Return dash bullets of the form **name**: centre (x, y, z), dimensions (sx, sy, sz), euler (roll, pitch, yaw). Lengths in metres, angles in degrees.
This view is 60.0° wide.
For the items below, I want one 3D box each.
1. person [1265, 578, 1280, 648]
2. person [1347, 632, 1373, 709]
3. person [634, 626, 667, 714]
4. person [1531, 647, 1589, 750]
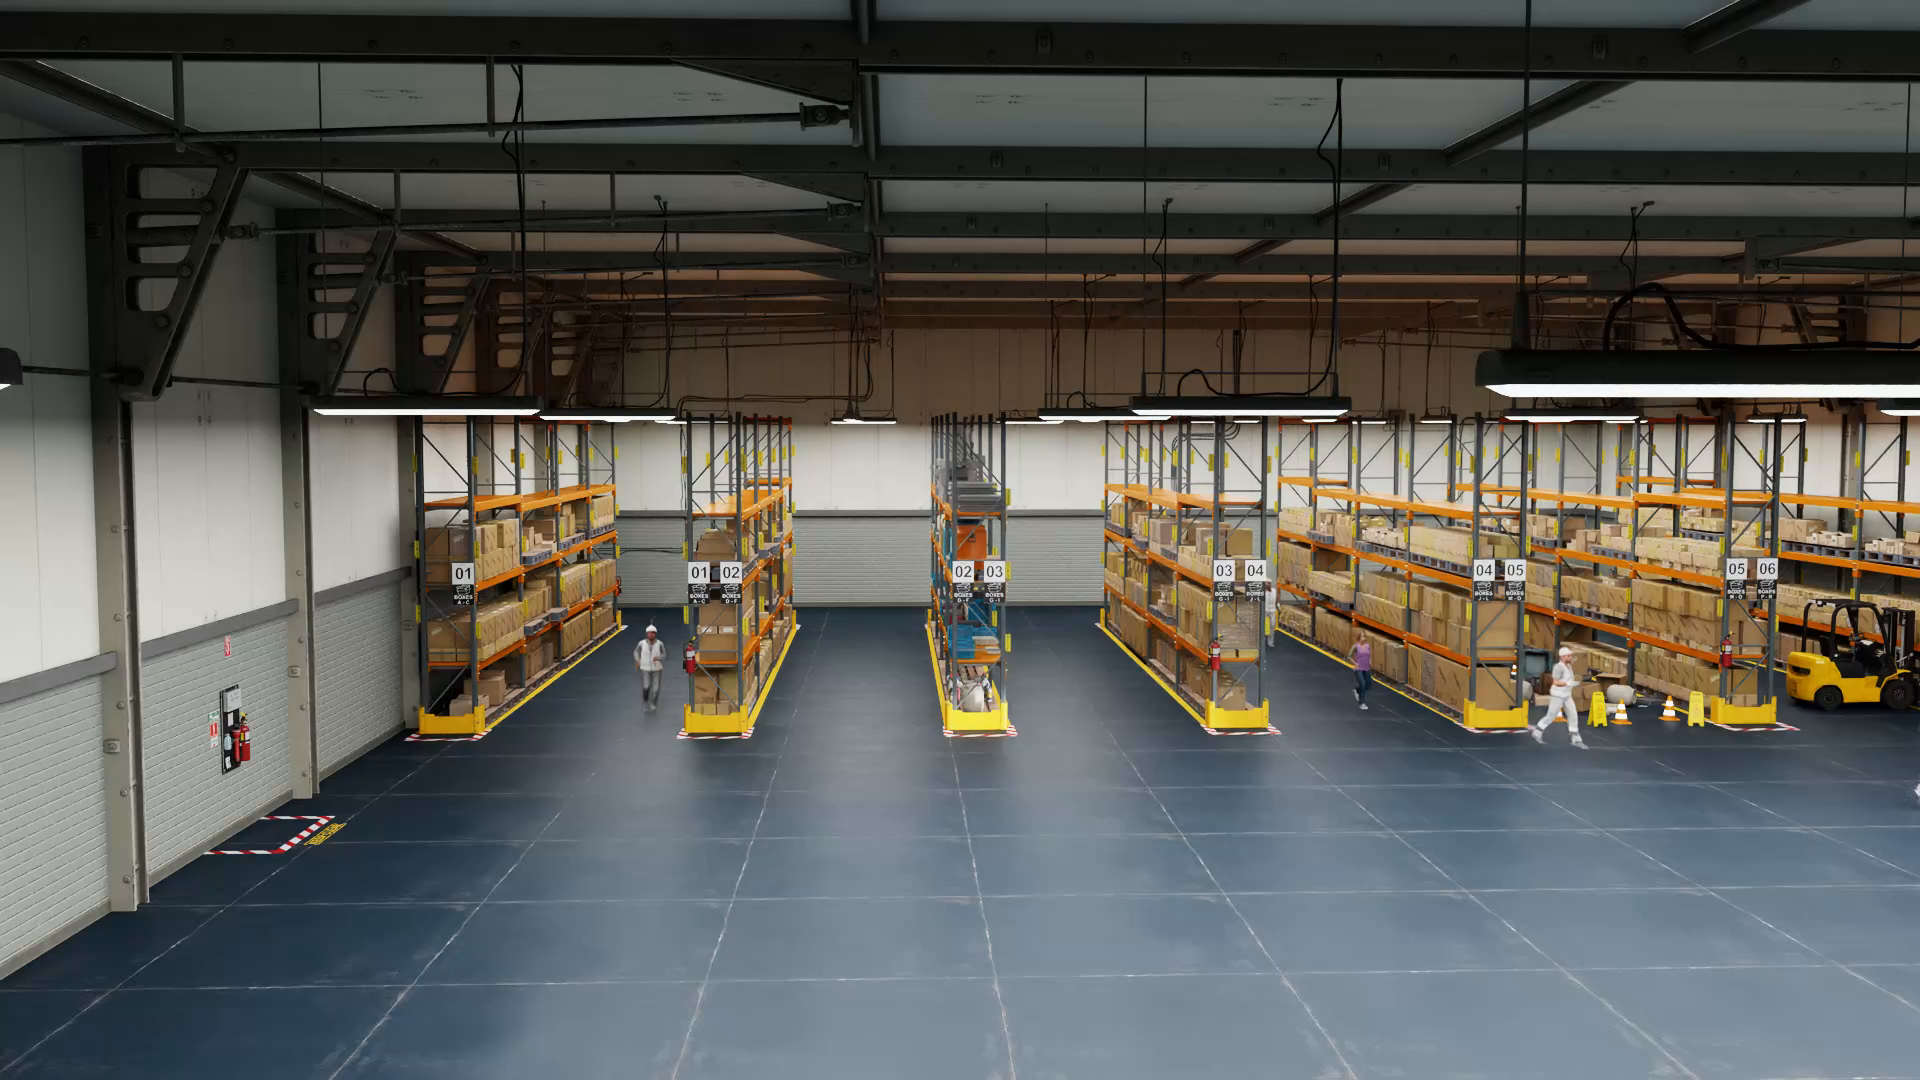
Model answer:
- **person**: centre (8.063, 1.888, 43.503), dimensions (0.694, 1.774, 0.953), euler (0, 4, -2)
- **person**: centre (8.146, 2.678, 33.867), dimensions (0.538, 1.477, 0.608), euler (-1, 4, -16)
- **person**: centre (-6.163, 2.584, 33.138), dimensions (0.633, 1.754, 0.683), euler (-1, 4, -13)
- **person**: centre (10.655, 2.786, 29.503), dimensions (0.609, 1.786, 0.992), euler (-3, 5, -41)
